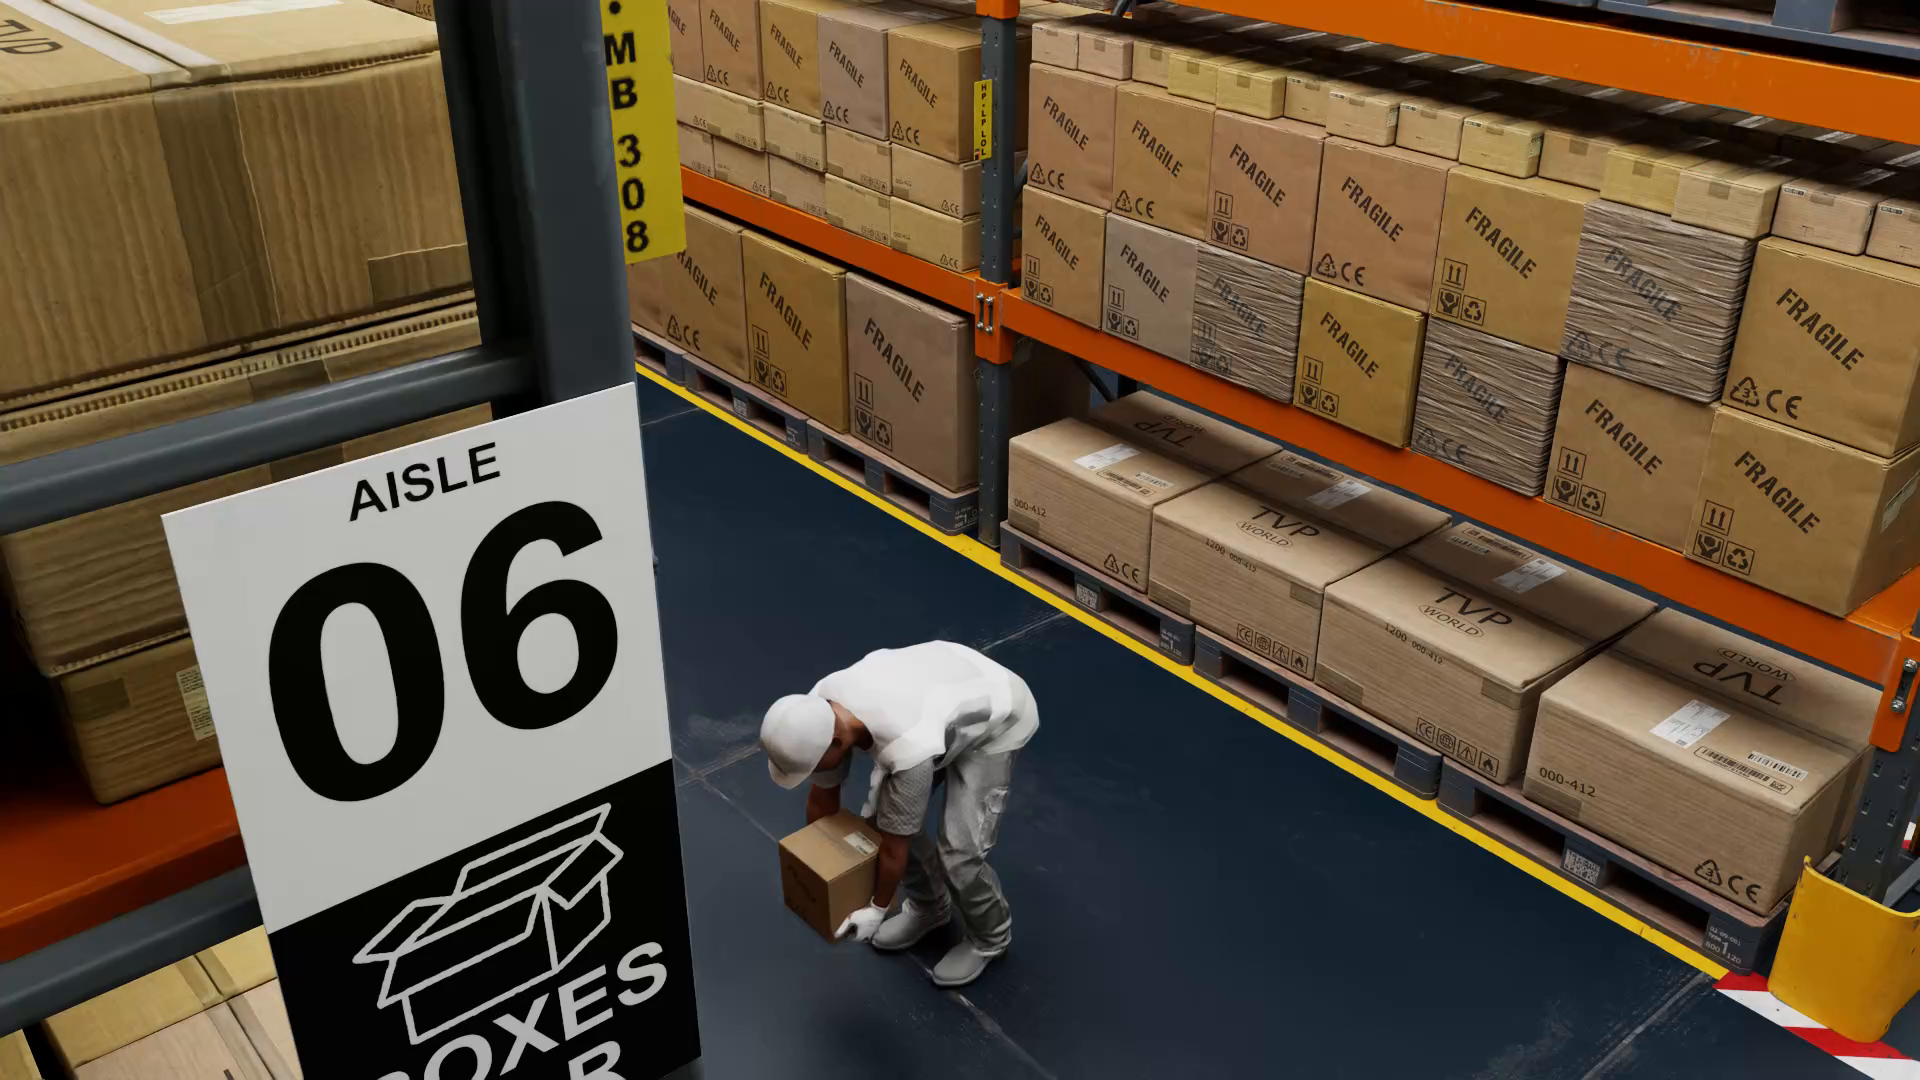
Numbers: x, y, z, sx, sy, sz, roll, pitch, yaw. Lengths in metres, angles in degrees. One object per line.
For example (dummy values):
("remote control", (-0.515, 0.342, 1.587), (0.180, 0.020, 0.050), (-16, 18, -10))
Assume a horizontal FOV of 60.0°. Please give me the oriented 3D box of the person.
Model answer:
("person", (-0.180, 0.857, 5.087), (0.958, 1.215, 0.510), (-23, 36, -37))
